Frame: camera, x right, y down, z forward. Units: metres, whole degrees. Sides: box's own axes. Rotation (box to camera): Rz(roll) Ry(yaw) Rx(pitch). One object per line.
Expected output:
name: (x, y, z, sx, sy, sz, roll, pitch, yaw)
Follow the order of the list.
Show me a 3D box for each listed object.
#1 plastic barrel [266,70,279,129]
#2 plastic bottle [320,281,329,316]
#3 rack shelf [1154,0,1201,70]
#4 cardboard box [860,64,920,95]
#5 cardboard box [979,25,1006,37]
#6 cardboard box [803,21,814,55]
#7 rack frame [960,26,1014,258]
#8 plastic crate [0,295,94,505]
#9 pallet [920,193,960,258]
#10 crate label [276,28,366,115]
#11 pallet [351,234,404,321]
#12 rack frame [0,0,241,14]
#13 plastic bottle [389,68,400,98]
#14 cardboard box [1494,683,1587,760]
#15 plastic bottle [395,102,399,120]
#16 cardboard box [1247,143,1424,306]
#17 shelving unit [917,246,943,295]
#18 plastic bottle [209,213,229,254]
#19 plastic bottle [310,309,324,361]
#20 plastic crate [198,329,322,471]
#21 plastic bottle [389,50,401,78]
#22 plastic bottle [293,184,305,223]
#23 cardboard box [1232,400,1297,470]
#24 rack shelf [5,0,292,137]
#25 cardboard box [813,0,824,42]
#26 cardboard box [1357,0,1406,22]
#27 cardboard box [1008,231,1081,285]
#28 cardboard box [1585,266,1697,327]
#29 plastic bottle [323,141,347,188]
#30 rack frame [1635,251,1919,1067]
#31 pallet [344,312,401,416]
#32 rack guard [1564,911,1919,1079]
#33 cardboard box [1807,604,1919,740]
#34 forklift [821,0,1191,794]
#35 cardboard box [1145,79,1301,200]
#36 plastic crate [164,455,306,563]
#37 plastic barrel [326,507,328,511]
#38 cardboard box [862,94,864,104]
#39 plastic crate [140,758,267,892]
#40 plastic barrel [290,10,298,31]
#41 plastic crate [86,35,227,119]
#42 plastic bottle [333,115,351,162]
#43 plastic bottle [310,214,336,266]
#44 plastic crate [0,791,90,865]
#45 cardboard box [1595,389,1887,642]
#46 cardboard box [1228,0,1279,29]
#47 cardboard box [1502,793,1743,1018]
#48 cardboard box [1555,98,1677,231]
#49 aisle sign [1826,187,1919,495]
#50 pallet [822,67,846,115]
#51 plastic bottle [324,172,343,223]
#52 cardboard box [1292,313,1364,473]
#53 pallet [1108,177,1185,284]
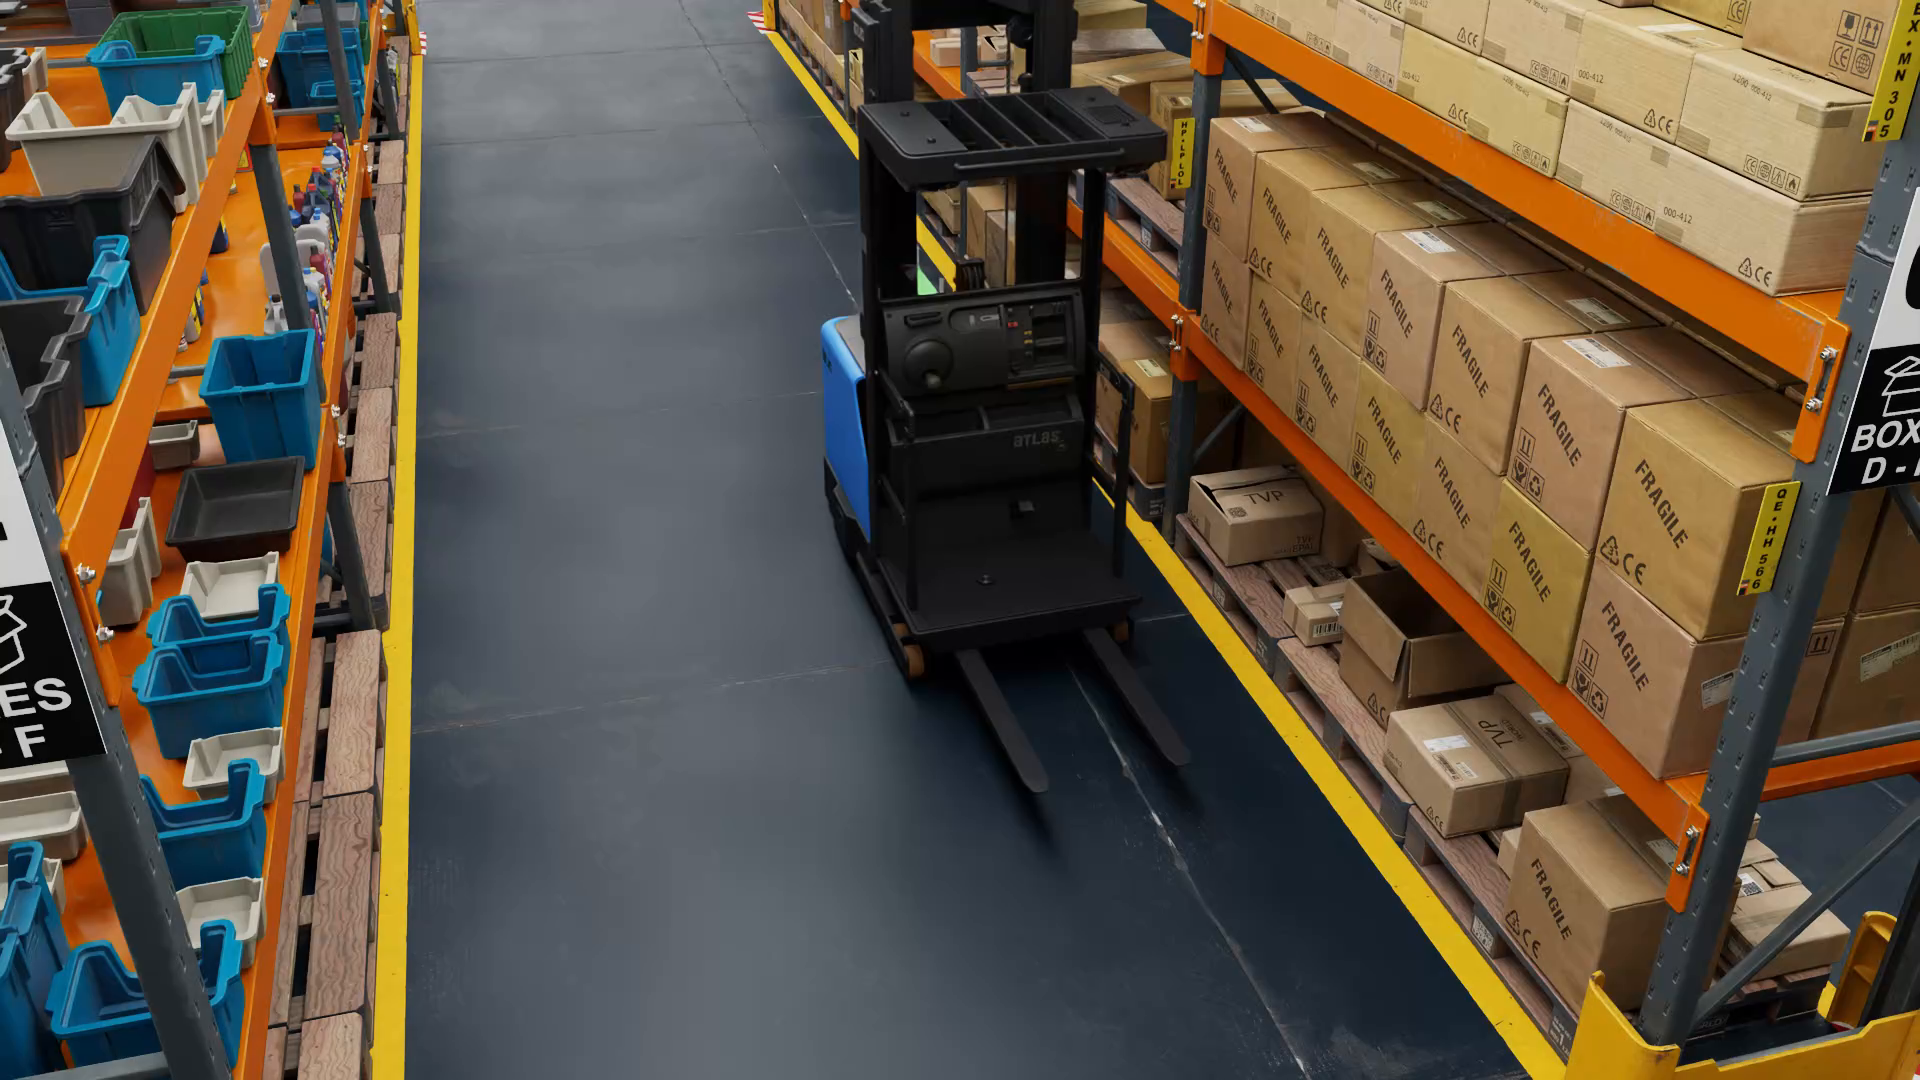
plastic barrel: (-4.691, -2.877, 10.590, 0.600, 0.536, 0.708, -8, 31, -13)
plastic bottle: (-3.097, -1.174, 7.982, 0.097, 0.201, 0.097, 0, 30, 0)
rack shelf: (1.032, -3.312, 9.201, 1.077, 0.370, 4.000, -8, 31, -13)
cardboard box: (-0.564, -3.982, 14.401, 0.500, 0.311, 0.500, -8, 31, -14)
cardboard box: (0.450, -3.710, 12.255, 0.500, 0.311, 0.500, -8, 31, -14)
cardboard box: (-1.298, -5.133, 16.950, 0.500, 0.250, 0.500, -8, 31, -13)
rack frame: (0.501, -3.291, 11.441, 1.000, 3.000, 0.127, -8, 31, -13)
plastic crate: (-1.986, -0.235, 3.298, 0.497, 0.269, 0.590, -8, 31, -13)
pallet: (0.320, -2.487, 12.836, 1.003, 0.211, 1.213, -8, 31, -13)
crate label: (-4.279, -3.165, 11.189, 0.502, 0.435, 0.616, -8, 31, -13)
pallet: (-4.444, -1.807, 11.661, 1.003, 0.211, 1.213, -8, 31, -13)
rack frame: (-3.214, -3.299, 5.466, 1.000, 3.000, 0.127, -8, 31, -13)
plastic bottle: (-5.206, -4.202, 15.288, 0.061, 0.283, 0.133, -6, 31, -11)
cardboard box: (2.488, 0.789, 6.698, 0.500, 0.250, 0.500, -8, 31, -13)
plastic bottle: (-5.027, -3.807, 14.687, 0.097, 0.201, 0.097, 0, 30, 0)
cardboard box: (1.554, -1.321, 6.940, 0.500, 0.500, 0.500, -9, 31, -15)
shelving unit: (-0.276, -0.962, 9.214, 0.258, 1.200, 0.503, -9, 31, -14)
plastic bottle: (-3.955, -1.699, 8.739, 0.144, 0.351, 0.185, -8, 31, -13)
plastic bottle: (-2.936, -0.950, 7.513, 0.061, 0.283, 0.133, -8, 31, -13)
plastic crate: (-2.762, -0.541, 6.647, 0.392, 0.384, 0.575, -8, 31, -13)
plastic bottle: (-5.449, -4.555, 15.906, 0.152, 0.276, 0.135, -8, 31, -13)
plastic bottle: (-3.544, -1.785, 8.955, 0.061, 0.283, 0.133, -8, 31, -13)
cardboard box: (1.669, -0.734, 9.079, 0.500, 0.500, 0.500, -9, 31, -16)
rack shelf: (-3.745, -2.655, 8.067, 1.077, 0.370, 4.000, -8, 31, -13)
cardboard box: (-1.153, -5.218, 16.348, 0.500, 0.500, 0.500, -8, 31, -13)
cardboard box: (1.708, -2.057, 5.965, 0.500, 0.250, 0.500, -8, 31, -13)
cardboard box: (0.619, -1.647, 10.657, 0.500, 0.500, 0.500, -8, 31, -14)
cardboard box: (2.486, -0.646, 5.774, 0.500, 0.500, 0.500, -7, 31, -13)
plastic bottle: (-3.631, -2.176, 9.644, 0.097, 0.271, 0.097, 0, 30, 0)
rack frame: (2.624, 0.573, 4.766, 1.000, 3.000, 0.127, -8, 31, -13)
pallet: (-4.027, -1.052, 10.357, 1.003, 0.211, 1.213, -8, 31, -13)
rack guard: (2.604, 1.618, 5.456, 1.175, 0.500, 0.348, -8, 31, -13)
cardboard box: (2.761, 0.280, 5.172, 0.500, 0.500, 0.500, -7, 31, -12)
forklift: (0.180, -0.849, 7.290, 1.130, 2.935, 3.031, -9, 31, -14)
cardboard box: (1.409, -2.166, 8.979, 0.700, 0.500, 0.500, -3, 30, -5)
plastic crate: (-2.658, -0.104, 6.151, 0.437, 0.125, 0.590, -8, 31, -13)
plastic barrel: (-3.530, -0.583, 8.438, 0.600, 0.901, 0.708, -8, 31, -13)
cardboard box: (-0.558, -3.740, 14.542, 0.500, 0.250, 0.500, -7, 31, -12)
plastic crate: (-2.075, 0.795, 4.489, 0.416, 0.233, 0.300, -8, 31, -13)
plastic barrel: (-5.134, -3.847, 12.539, 0.301, 0.262, 0.301, 0, 30, 0)
plastic crate: (-2.665, -1.531, 5.573, 0.416, 0.233, 0.300, -8, 31, -13)
plastic bottle: (-3.757, -2.445, 10.096, 0.061, 0.283, 0.133, -8, 31, -13)
plastic bottle: (-3.282, -1.540, 8.544, 0.097, 0.271, 0.097, 0, 30, 0)
plastic crate: (-2.607, 0.806, 4.566, 0.396, 0.136, 0.243, -8, 31, -13)
cardboard box: (2.241, -0.082, 4.799, 0.500, 0.500, 0.500, -8, 31, -14)
cardboard box: (1.453, -2.325, 6.927, 0.500, 0.250, 0.500, -8, 31, -13)
cardboard box: (2.242, 1.234, 5.679, 0.500, 0.500, 0.500, -8, 31, -13)
cardboard box: (2.111, -1.116, 4.840, 0.500, 0.250, 0.500, -8, 31, -13)
aisle sign: (2.347, -0.479, 3.987, 0.394, 0.787, 0.004, -8, 31, -13)
pallet: (-0.732, -4.406, 16.151, 1.003, 0.211, 1.213, -8, 31, -13)
plastic bottle: (-3.454, -1.893, 9.143, 0.061, 0.283, 0.133, -8, 31, -13)
cardboard box: (1.705, -0.631, 6.746, 0.500, 0.500, 0.500, -8, 31, -14)
pallet: (1.456, -1.676, 8.844, 1.003, 0.211, 1.213, -8, 31, -13)
